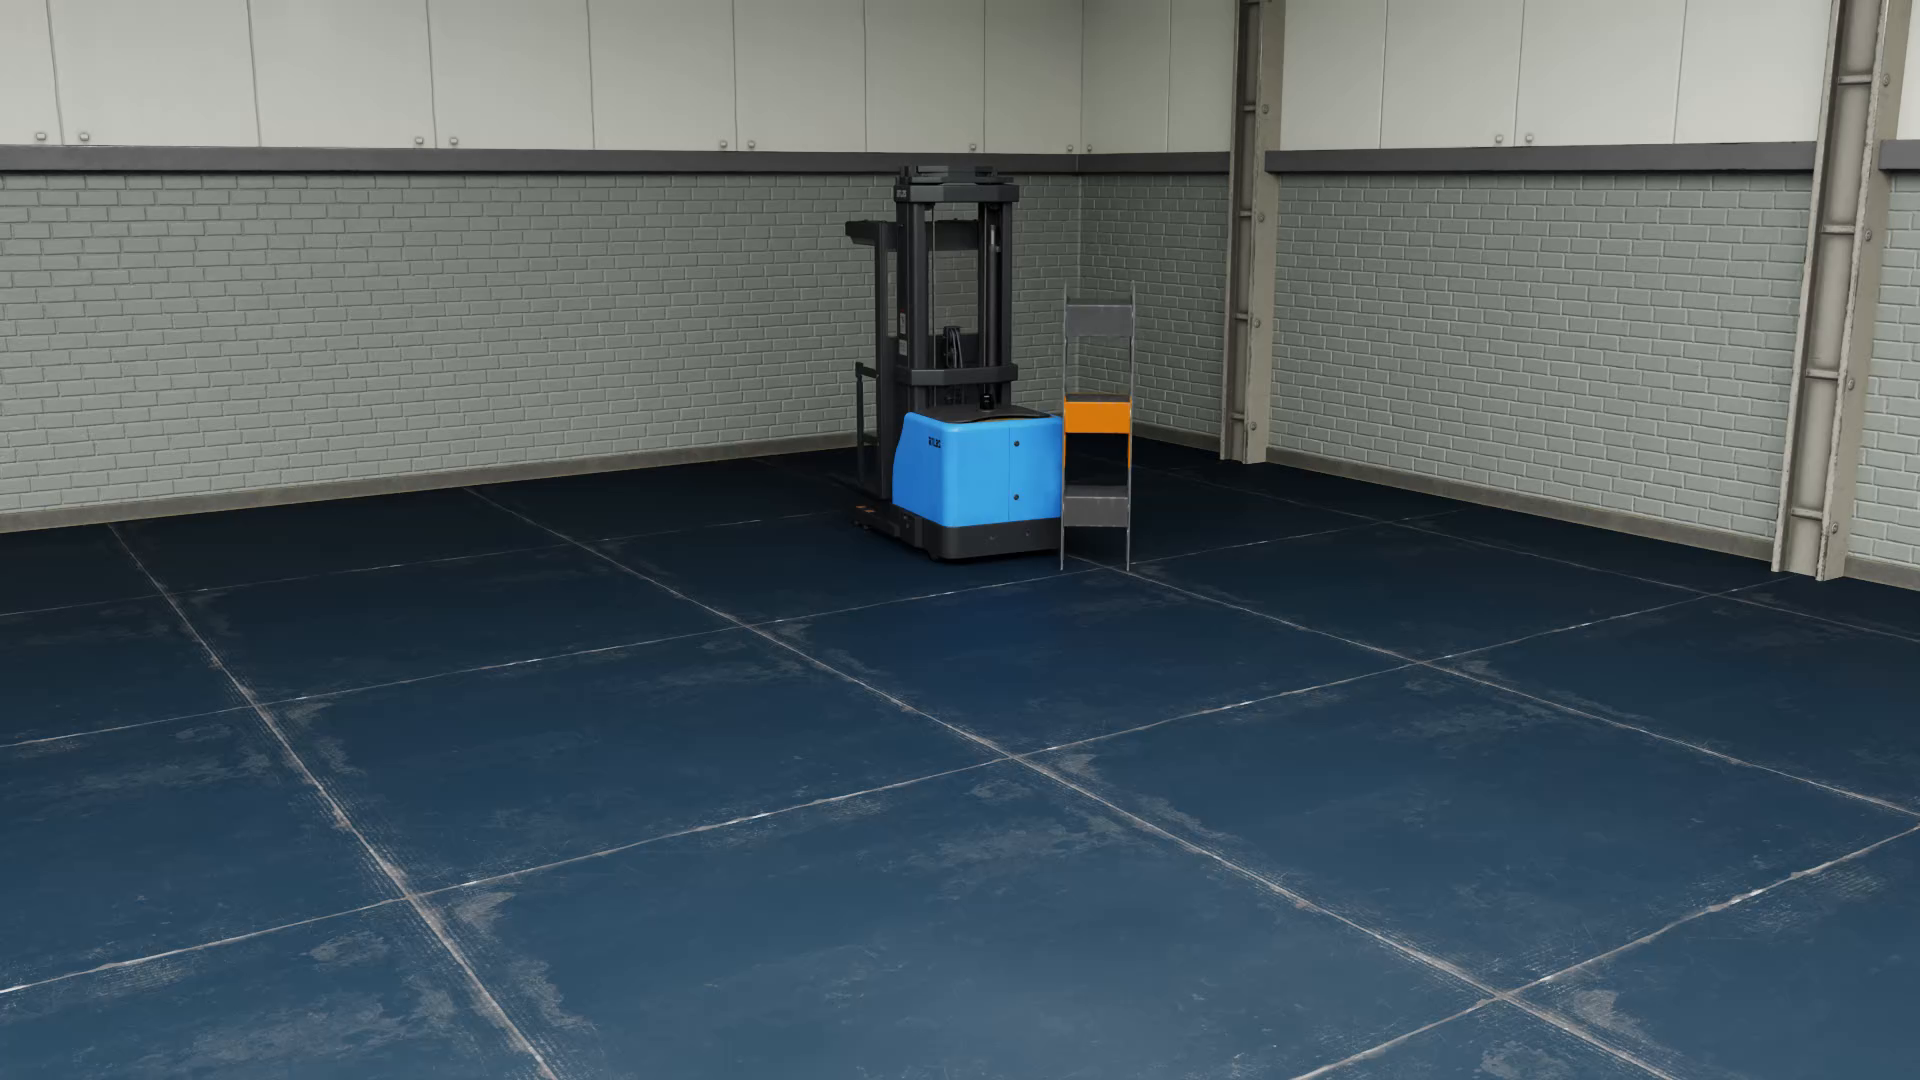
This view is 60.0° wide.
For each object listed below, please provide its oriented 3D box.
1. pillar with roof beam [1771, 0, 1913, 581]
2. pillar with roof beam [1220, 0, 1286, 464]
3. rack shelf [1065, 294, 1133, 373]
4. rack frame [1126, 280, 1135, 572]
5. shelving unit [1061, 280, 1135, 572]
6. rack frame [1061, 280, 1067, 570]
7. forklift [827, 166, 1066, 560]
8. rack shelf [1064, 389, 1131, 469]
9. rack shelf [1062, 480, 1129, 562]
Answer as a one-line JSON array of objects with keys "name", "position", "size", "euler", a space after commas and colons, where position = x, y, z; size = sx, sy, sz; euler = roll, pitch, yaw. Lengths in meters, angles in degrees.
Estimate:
[{"name": "pillar with roof beam", "position": [2.662, -3.643, 8.958], "size": [9.100, 9.000, 0.400], "euler": [-8, 15, -33]}, {"name": "pillar with roof beam", "position": [-0.663, -4.710, 13.838], "size": [9.100, 9.000, 0.400], "euler": [-8, 15, -33]}, {"name": "rack shelf", "position": [1.009, -1.504, 12.078], "size": [0.480, 0.518, 0.431], "euler": [1, 14, 4]}, {"name": "rack frame", "position": [1.254, -0.834, 12.227], "size": [0.015, 2.100, 0.400], "euler": [1, 14, 4]}, {"name": "shelving unit", "position": [1.011, -0.838, 12.246], "size": [0.503, 2.100, 0.431], "euler": [1, 14, 4]}, {"name": "rack frame", "position": [0.767, -0.842, 12.265], "size": [0.015, 2.100, 0.400], "euler": [1, 14, 4]}, {"name": "forklift", "position": [-0.265, -1.554, 13.607], "size": [1.130, 2.935, 3.031], "euler": [-6, 14, -24]}, {"name": "rack shelf", "position": [1.011, -0.825, 12.249], "size": [0.480, 0.518, 0.431], "euler": [1, 14, 4]}, {"name": "rack shelf", "position": [1.013, -0.146, 12.420], "size": [0.480, 0.518, 0.431], "euler": [1, 14, 4]}]
